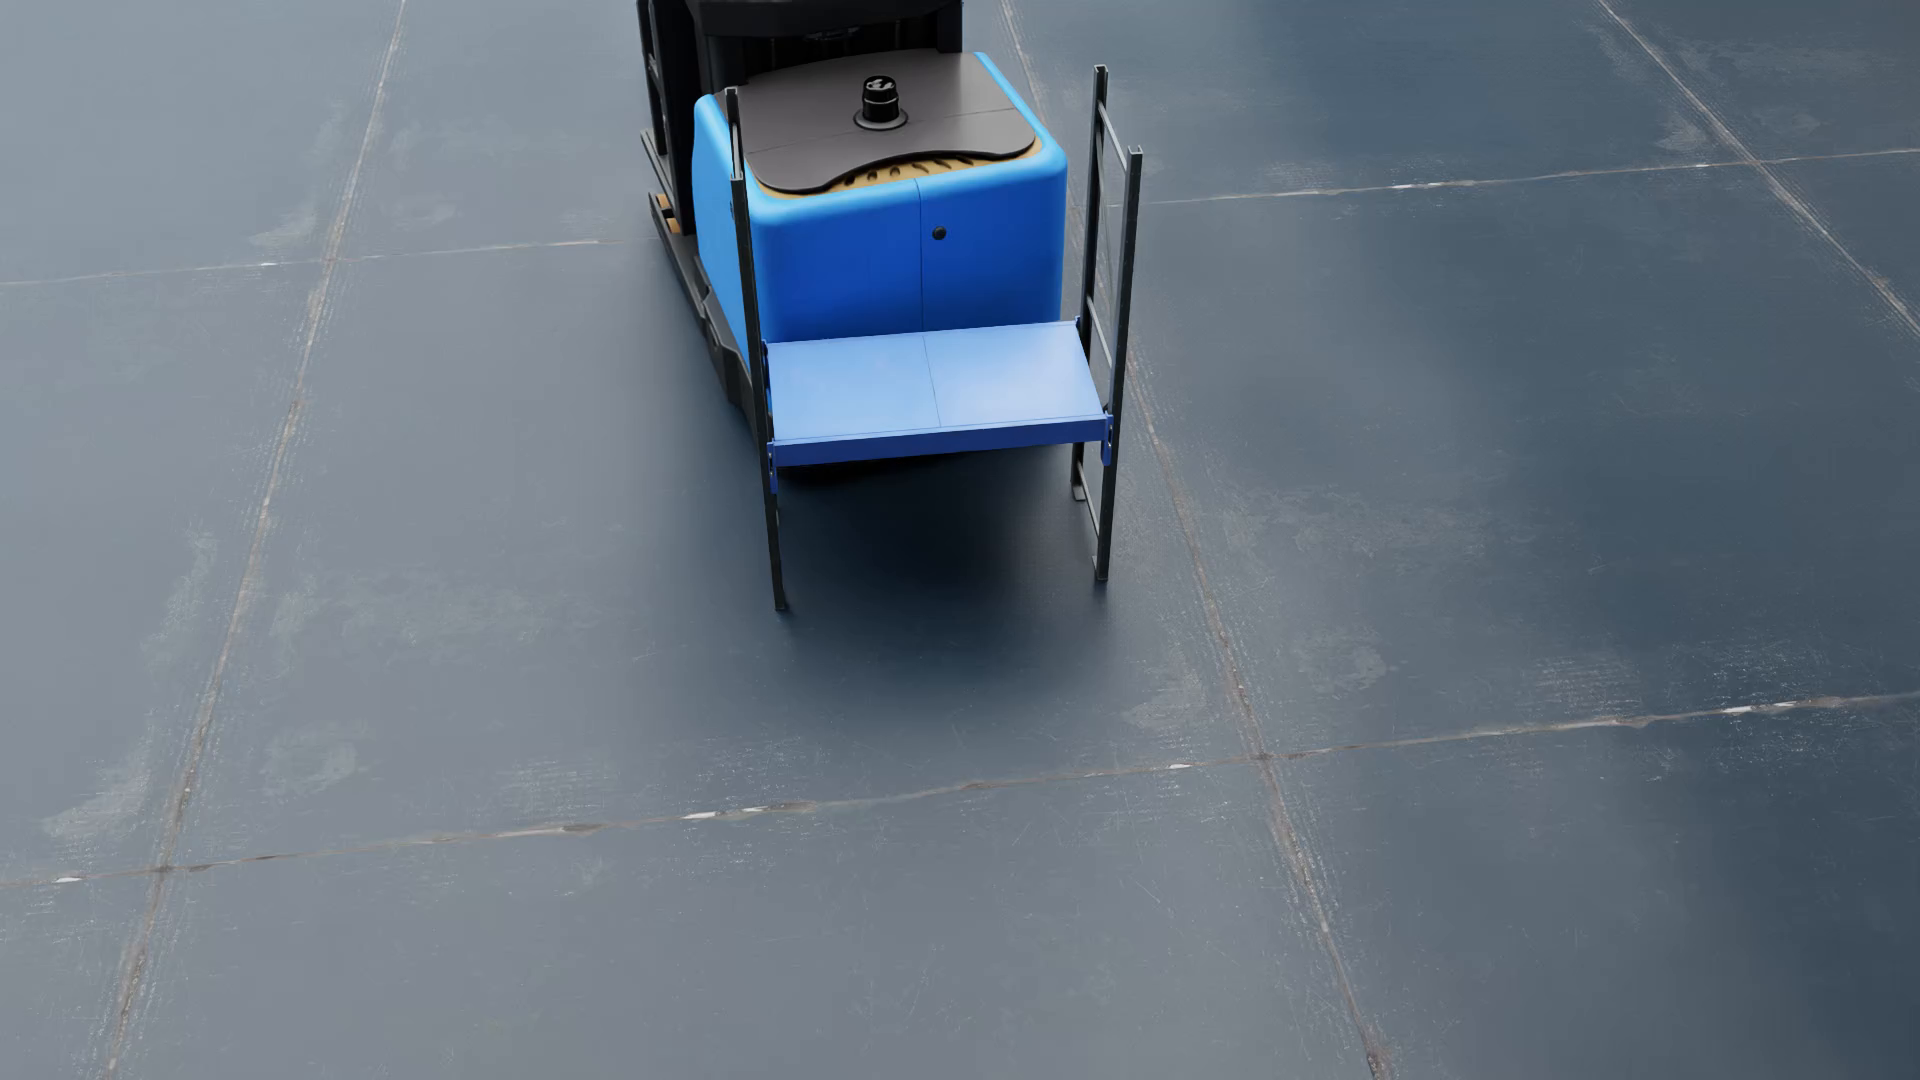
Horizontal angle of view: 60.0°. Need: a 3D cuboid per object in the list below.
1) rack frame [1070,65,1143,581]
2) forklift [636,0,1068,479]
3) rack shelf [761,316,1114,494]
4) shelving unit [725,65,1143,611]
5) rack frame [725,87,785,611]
[{"bbox_3d":[0.419,-0.594,4.926,0.032,1.500,0.500,-5,42,-6],"label":"rack frame"},{"bbox_3d":[-0.618,-2.290,5.738,1.130,2.935,3.031,-13,44,-14],"label":"forklift"},{"bbox_3d":[-0.085,-0.416,4.997,1.000,0.185,0.538,-5,42,-6],"label":"rack shelf"},{"bbox_3d":[-0.085,-0.550,4.877,1.048,1.500,0.538,-5,42,-6],"label":"shelving unit"},{"bbox_3d":[-0.589,-0.505,4.828,0.032,1.500,0.500,-5,42,-6],"label":"rack frame"}]
